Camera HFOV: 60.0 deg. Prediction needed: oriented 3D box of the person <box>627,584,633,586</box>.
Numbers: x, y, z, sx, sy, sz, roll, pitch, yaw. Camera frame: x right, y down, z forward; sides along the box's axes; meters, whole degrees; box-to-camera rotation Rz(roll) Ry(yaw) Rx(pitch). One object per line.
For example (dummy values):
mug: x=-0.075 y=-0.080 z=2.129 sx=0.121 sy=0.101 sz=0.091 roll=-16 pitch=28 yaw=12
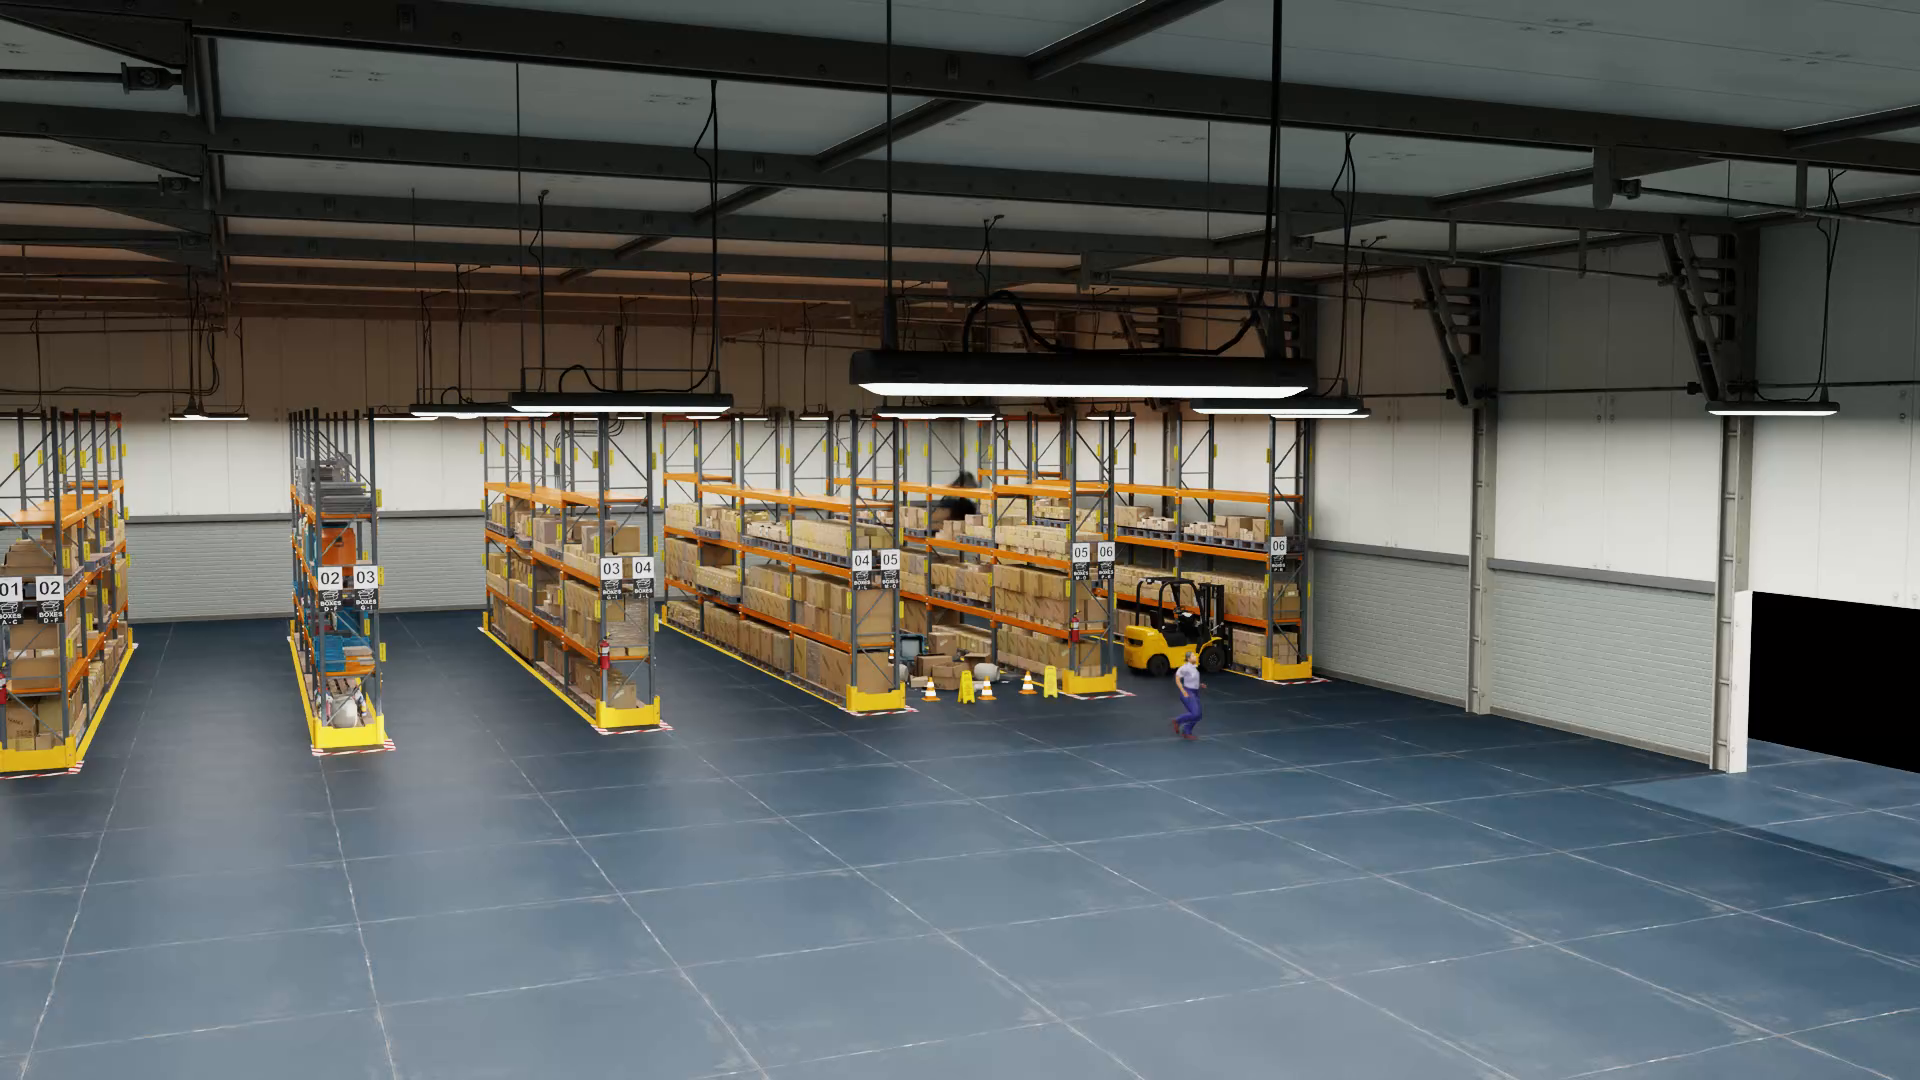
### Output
person: x=-9.379 y=1.644 z=46.648 sx=0.601 sy=1.586 sz=0.797 roll=0 pitch=4 yaw=-6

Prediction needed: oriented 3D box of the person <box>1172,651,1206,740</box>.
person: x=4.167 y=2.816 z=30.144 sx=0.559 sy=1.612 sz=0.634 roll=2 pitch=5 yaw=29
